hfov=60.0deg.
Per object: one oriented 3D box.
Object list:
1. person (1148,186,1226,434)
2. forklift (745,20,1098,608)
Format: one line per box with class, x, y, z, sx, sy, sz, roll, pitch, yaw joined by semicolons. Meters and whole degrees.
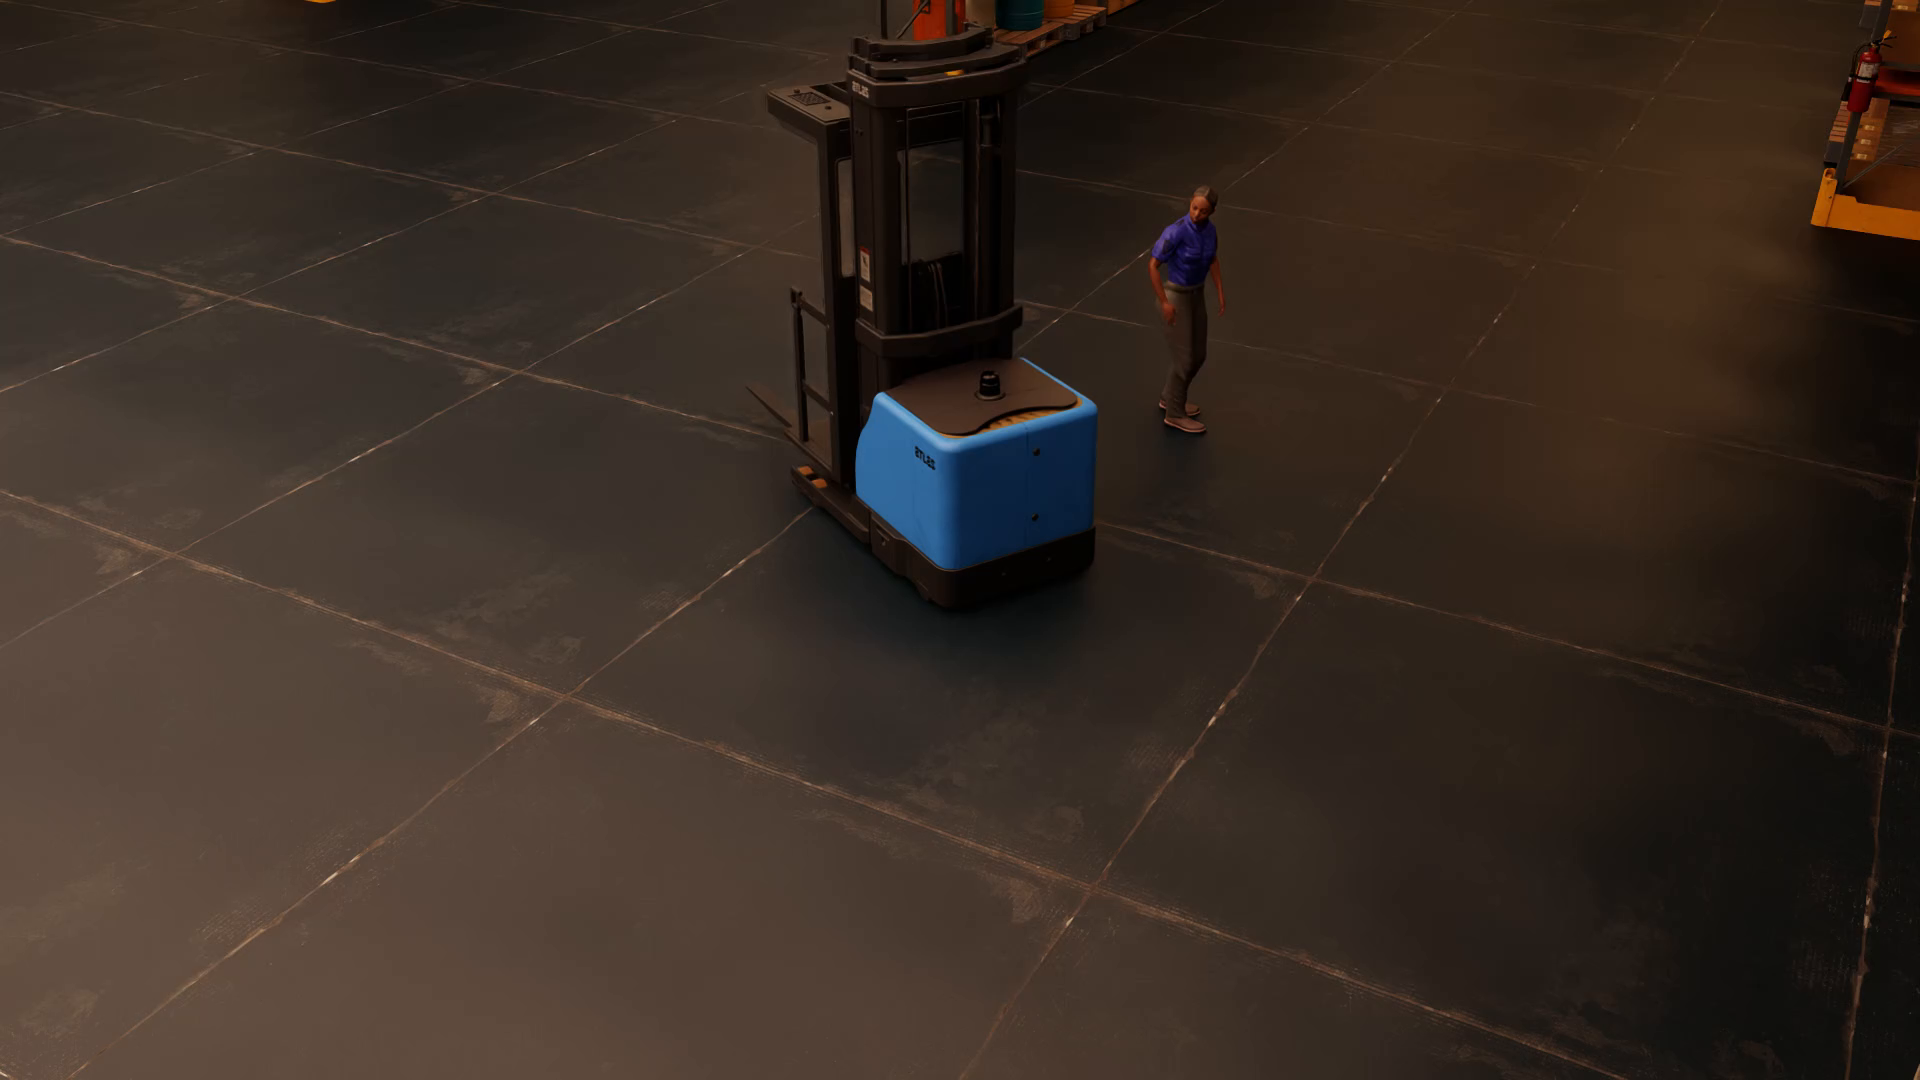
person;1.565;-1.552;11.063;0.465;1.636;0.658;23;37;34
forklift;-0.410;-1.594;9.832;1.130;2.935;3.031;-17;34;-27
